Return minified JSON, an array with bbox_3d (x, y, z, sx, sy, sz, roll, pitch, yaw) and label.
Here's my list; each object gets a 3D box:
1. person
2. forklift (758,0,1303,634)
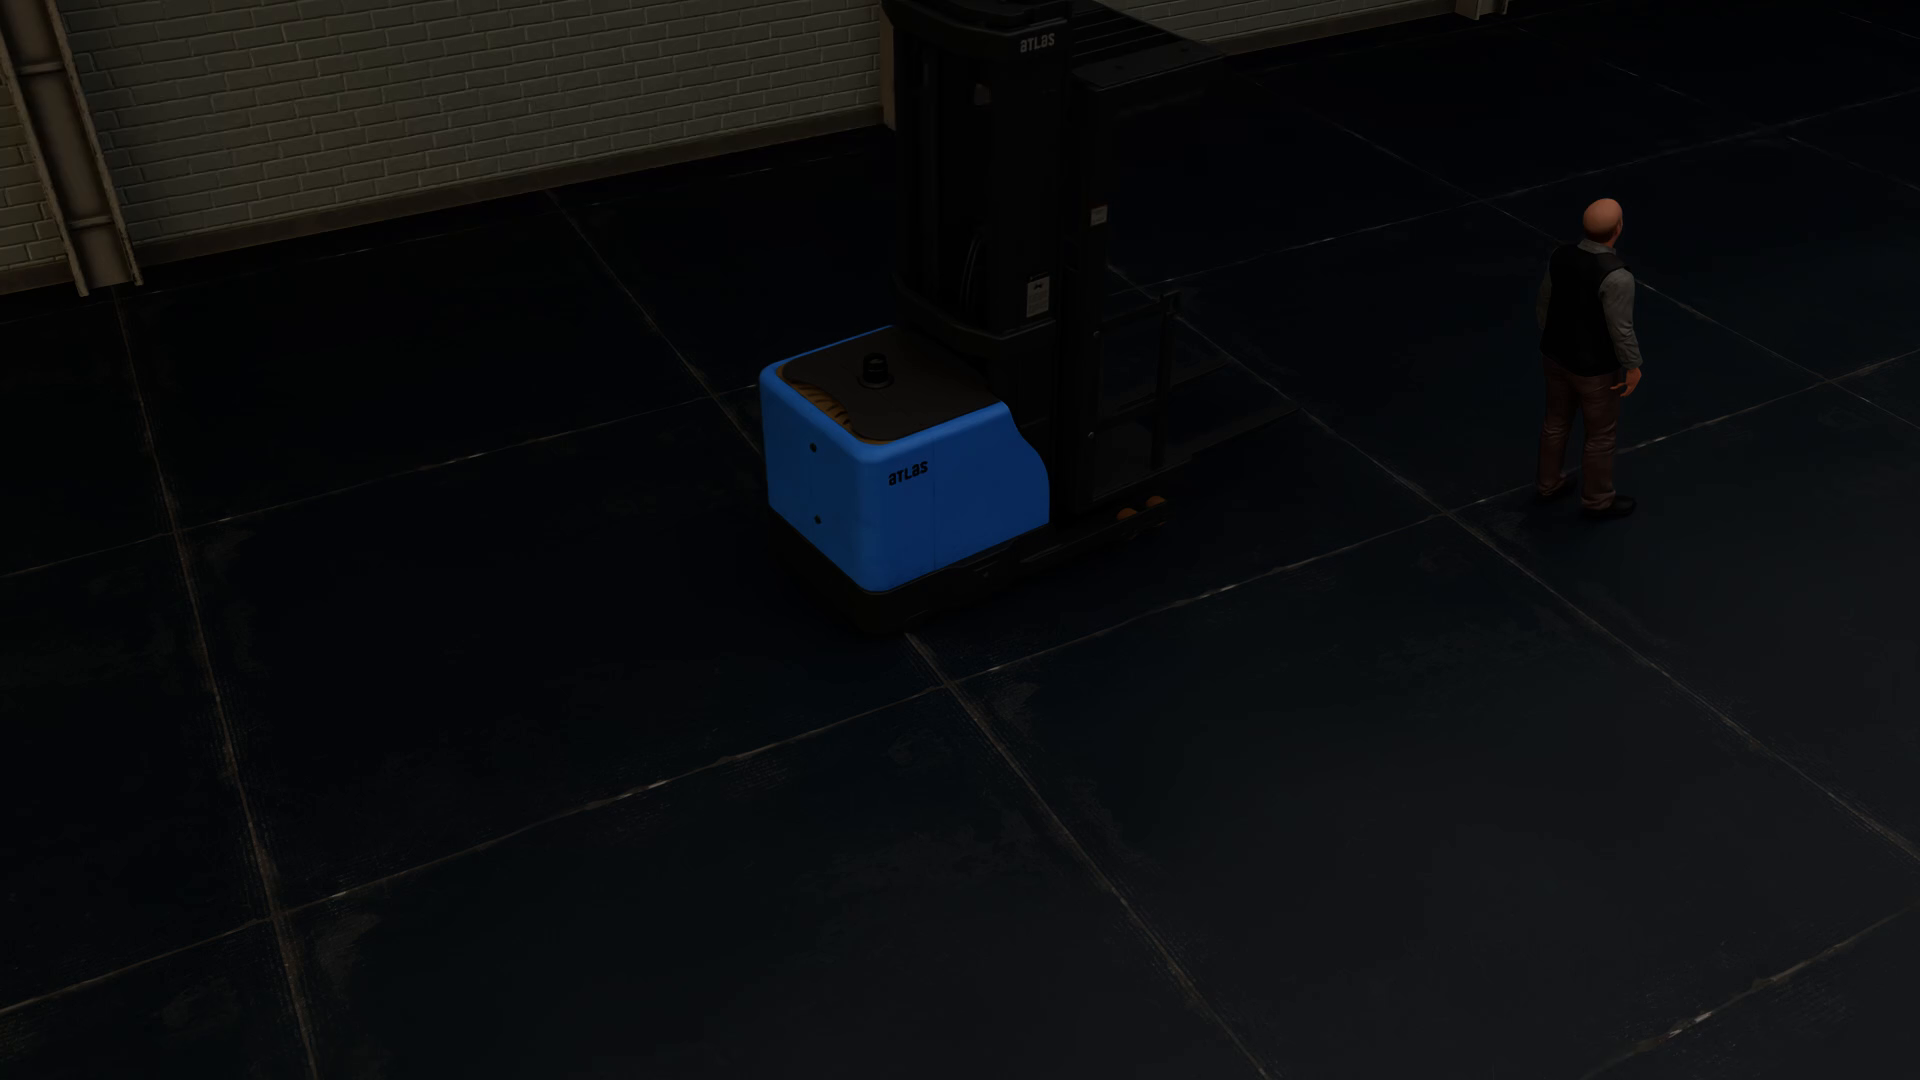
[{"bbox_3d":[3.234,-0.938,8.486,0.567,1.721,0.629,-18,39,-23],"label":"person"},{"bbox_3d":[0.509,-1.421,8.134,3.031,2.935,1.130,-23,41,-29],"label":"forklift"}]
